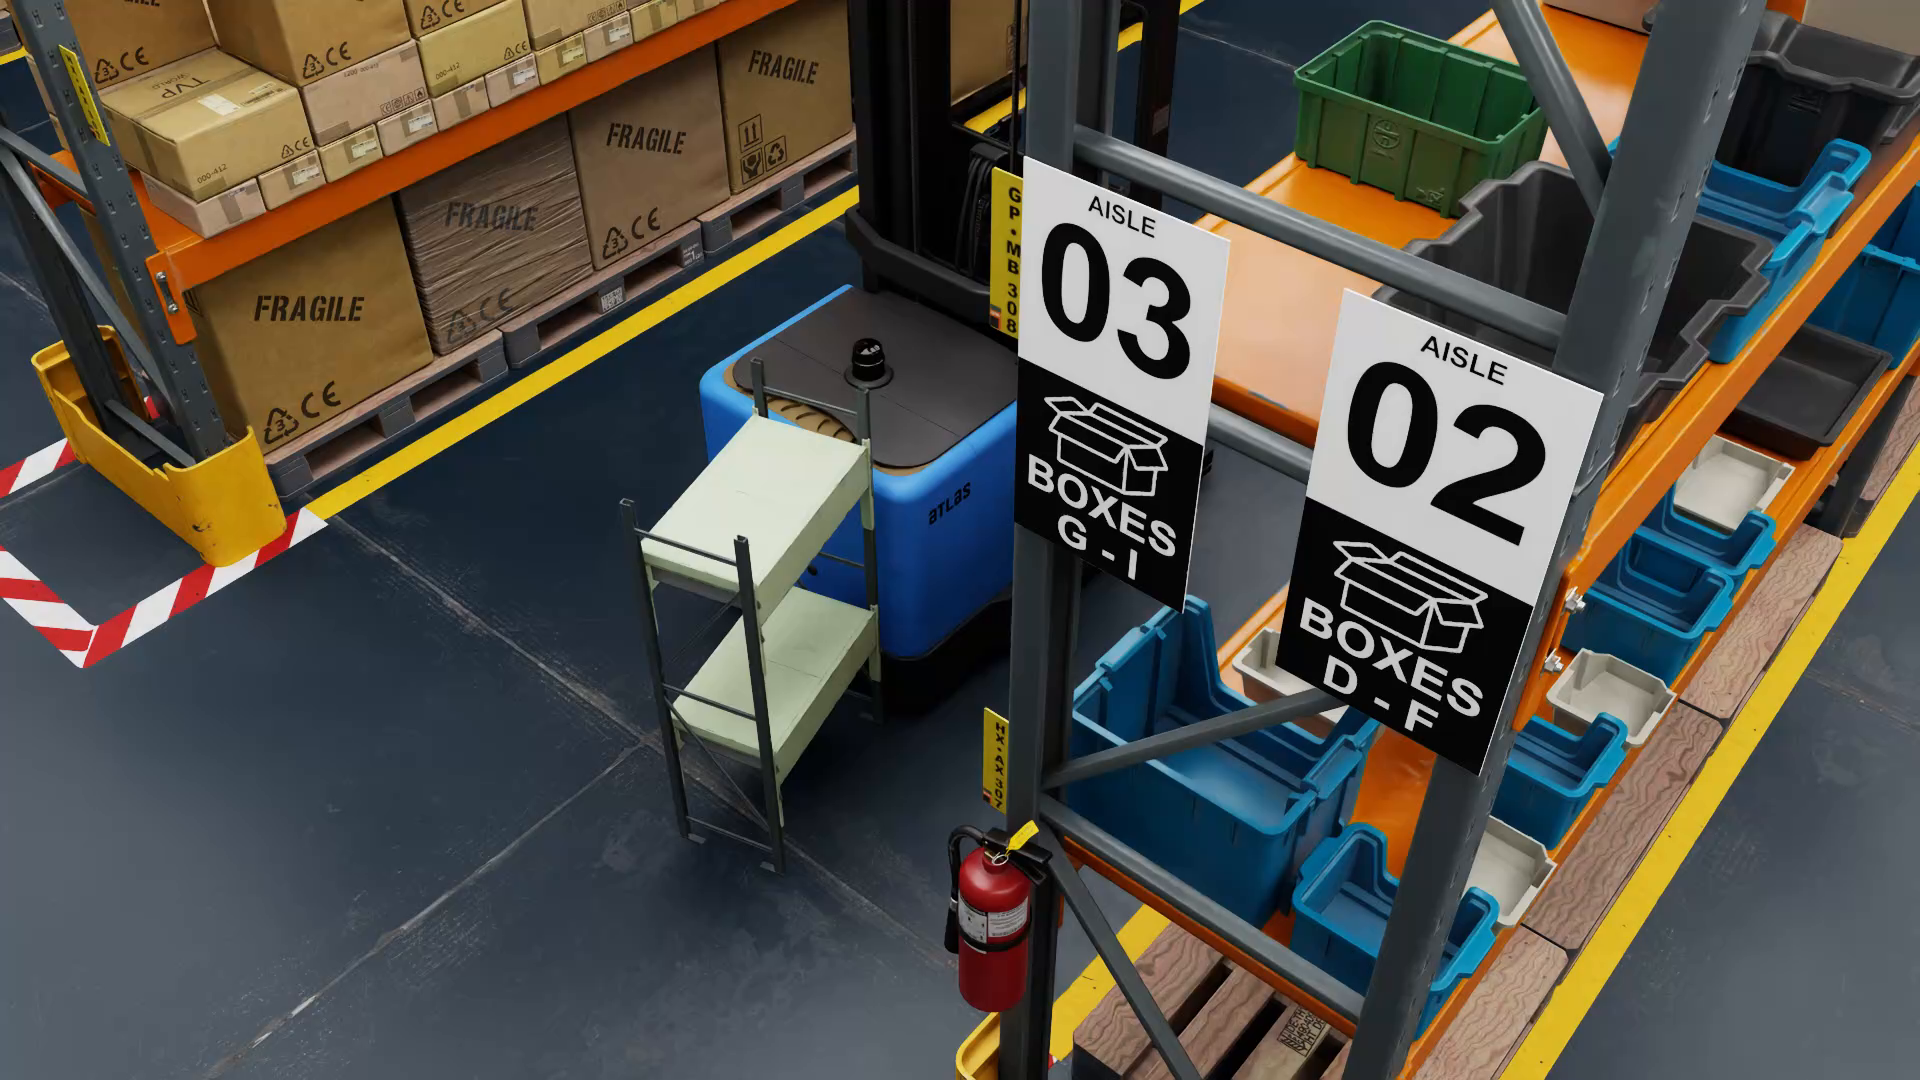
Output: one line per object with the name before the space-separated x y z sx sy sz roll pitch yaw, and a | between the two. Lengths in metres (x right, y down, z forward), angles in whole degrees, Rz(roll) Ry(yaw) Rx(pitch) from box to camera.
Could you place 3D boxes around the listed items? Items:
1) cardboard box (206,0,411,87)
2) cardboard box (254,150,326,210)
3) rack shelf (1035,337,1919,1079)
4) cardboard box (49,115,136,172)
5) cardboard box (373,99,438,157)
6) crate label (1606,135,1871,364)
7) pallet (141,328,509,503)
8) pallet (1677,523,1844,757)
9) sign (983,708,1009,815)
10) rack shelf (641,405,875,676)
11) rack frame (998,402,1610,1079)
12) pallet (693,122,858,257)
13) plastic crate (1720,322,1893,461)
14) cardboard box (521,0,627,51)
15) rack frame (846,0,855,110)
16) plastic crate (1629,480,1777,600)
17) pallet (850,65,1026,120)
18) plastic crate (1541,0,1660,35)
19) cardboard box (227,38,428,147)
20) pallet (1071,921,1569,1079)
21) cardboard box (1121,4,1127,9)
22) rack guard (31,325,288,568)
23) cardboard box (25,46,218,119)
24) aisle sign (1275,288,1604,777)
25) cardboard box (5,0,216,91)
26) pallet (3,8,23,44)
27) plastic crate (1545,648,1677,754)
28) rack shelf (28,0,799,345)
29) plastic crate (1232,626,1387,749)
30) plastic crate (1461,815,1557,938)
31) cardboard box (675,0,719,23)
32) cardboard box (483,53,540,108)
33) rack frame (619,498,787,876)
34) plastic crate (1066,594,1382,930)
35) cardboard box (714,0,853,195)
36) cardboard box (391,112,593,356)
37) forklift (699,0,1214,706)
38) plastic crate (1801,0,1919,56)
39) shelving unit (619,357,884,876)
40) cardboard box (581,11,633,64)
cardboard box | -2.428 -2.055 6.113 0.500 0.500 0.500 28 49 28
cardboard box | -2.620 -1.415 6.263 0.380 0.149 0.250 29 50 28
rack shelf | 1.813 0.045 5.005 1.077 0.370 4.000 29 50 28
cardboard box | -3.288 -1.568 6.432 0.380 0.149 0.250 30 50 29
cardboard box | -2.289 -1.682 6.557 0.380 0.149 0.250 29 50 28
crate label | 1.366 -0.581 3.040 0.408 0.251 0.502 29 50 28
pallet | -2.811 -0.749 7.417 1.003 0.211 1.213 29 50 28
pallet | 2.656 0.177 6.399 1.003 0.211 1.213 29 50 28
sign | 0.094 0.519 3.828 0.100 0.325 0.005 29 50 28
rack shelf | -0.612 -0.013 5.069 0.431 0.370 0.720 17 45 18
rack frame | 0.525 0.809 3.630 1.000 3.000 0.127 29 50 28
pallet | -1.241 -2.006 8.799 1.003 0.211 1.213 29 50 28
plastic crate | 2.585 -0.478 5.206 0.437 0.125 0.590 29 50 28
cardboard box | -1.763 -2.319 6.961 0.500 0.250 0.500 29 49 28
rack frame | -0.691 -3.395 8.254 1.000 3.000 0.127 29 50 28
plastic crate | 1.977 0.032 4.565 0.416 0.233 0.300 29 50 28
pallet | -0.252 -2.793 9.665 1.003 0.211 1.213 29 50 28
plastic crate | 1.665 -1.375 3.998 0.437 0.136 0.530 29 50 28
cardboard box | -2.421 -1.791 6.380 0.500 0.250 0.500 29 50 28
pallet | 1.086 1.433 5.017 1.003 0.211 1.213 29 50 28
cardboard box | 0.280 -3.563 9.706 1.225 0.875 0.875 28 49 27
rack guard | -3.281 -0.398 6.816 1.175 0.500 0.348 29 50 28
cardboard box | -3.157 -1.754 6.340 0.500 0.250 0.500 29 50 28
aisle sign | 0.706 0.013 2.574 0.394 0.787 0.004 29 50 28
cardboard box | -3.153 -2.032 6.088 0.500 0.500 0.500 30 50 29
pallet | -5.613 -3.571 10.520 1.003 0.211 1.213 29 50 28
plastic crate | 1.643 0.421 4.208 0.250 0.136 0.298 29 50 28
rack shelf | -1.978 -2.099 7.363 1.077 0.370 4.000 29 50 28
plastic crate | 0.912 0.386 4.247 0.396 0.136 0.243 29 50 28
plastic crate | 1.206 0.771 3.824 0.250 0.136 0.298 29 50 28
cardboard box | -1.299 -2.473 7.427 0.380 0.149 0.250 30 50 29
cardboard box | -1.959 -1.945 6.847 0.380 0.149 0.250 29 50 28
rack frame | -0.763 0.500 5.085 0.400 1.500 0.023 17 45 18
plastic crate | 0.598 0.521 3.877 0.616 0.435 0.499 29 50 28
cardboard box | -1.177 -2.459 8.492 0.875 0.875 0.875 29 50 28
cardboard box | -2.329 -1.537 7.478 0.875 0.875 0.875 29 50 28
forklift | 0.408 -1.408 6.119 1.130 2.935 3.031 30 50 29
plastic crate | 2.188 -1.264 3.769 0.437 0.282 0.530 29 50 28
shelving unit | -0.612 0.276 5.332 0.431 1.500 0.755 17 45 18
cardboard box | -1.628 -2.211 7.138 0.380 0.149 0.250 30 50 29
